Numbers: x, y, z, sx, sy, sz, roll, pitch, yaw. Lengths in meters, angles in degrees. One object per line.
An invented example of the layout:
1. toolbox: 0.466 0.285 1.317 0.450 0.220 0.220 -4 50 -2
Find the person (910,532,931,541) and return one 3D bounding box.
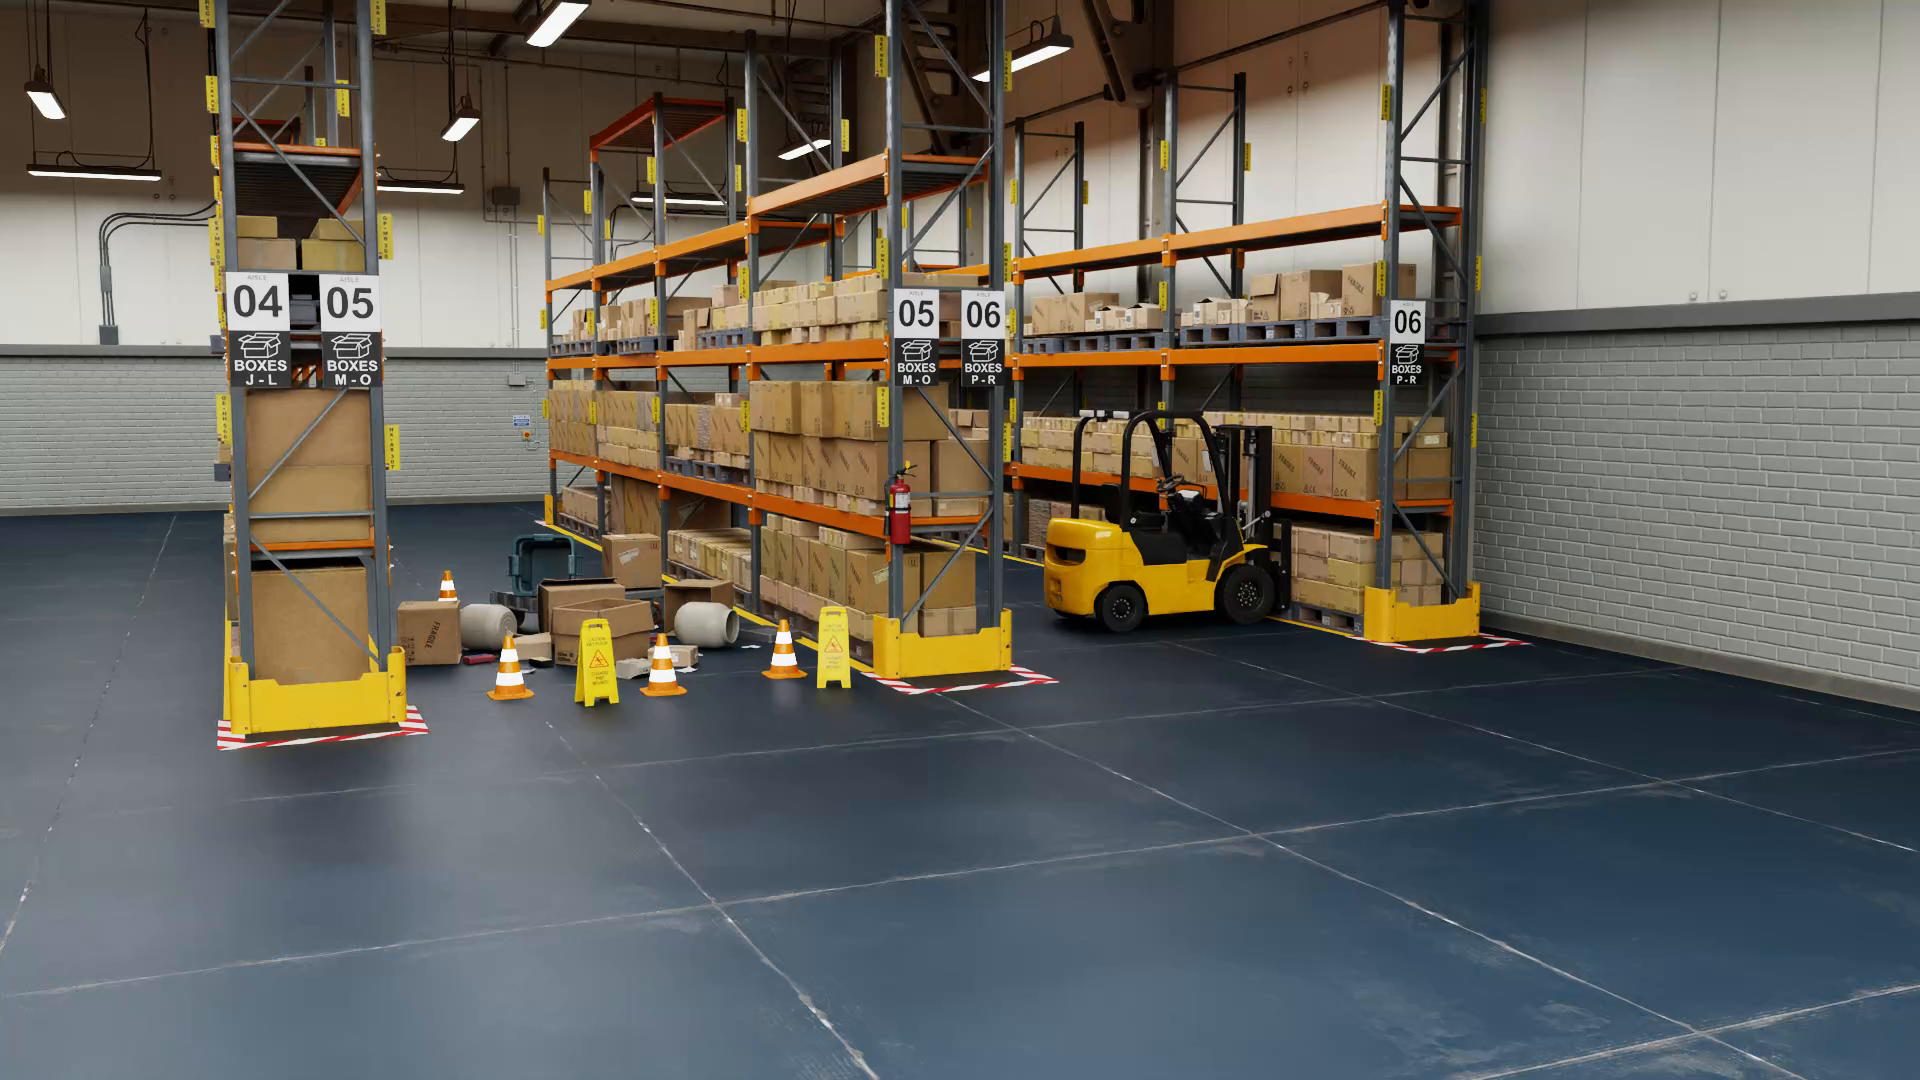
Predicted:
1. person: -0.519 -0.135 18.497 0.437 1.663 0.304 -2 6 -23
